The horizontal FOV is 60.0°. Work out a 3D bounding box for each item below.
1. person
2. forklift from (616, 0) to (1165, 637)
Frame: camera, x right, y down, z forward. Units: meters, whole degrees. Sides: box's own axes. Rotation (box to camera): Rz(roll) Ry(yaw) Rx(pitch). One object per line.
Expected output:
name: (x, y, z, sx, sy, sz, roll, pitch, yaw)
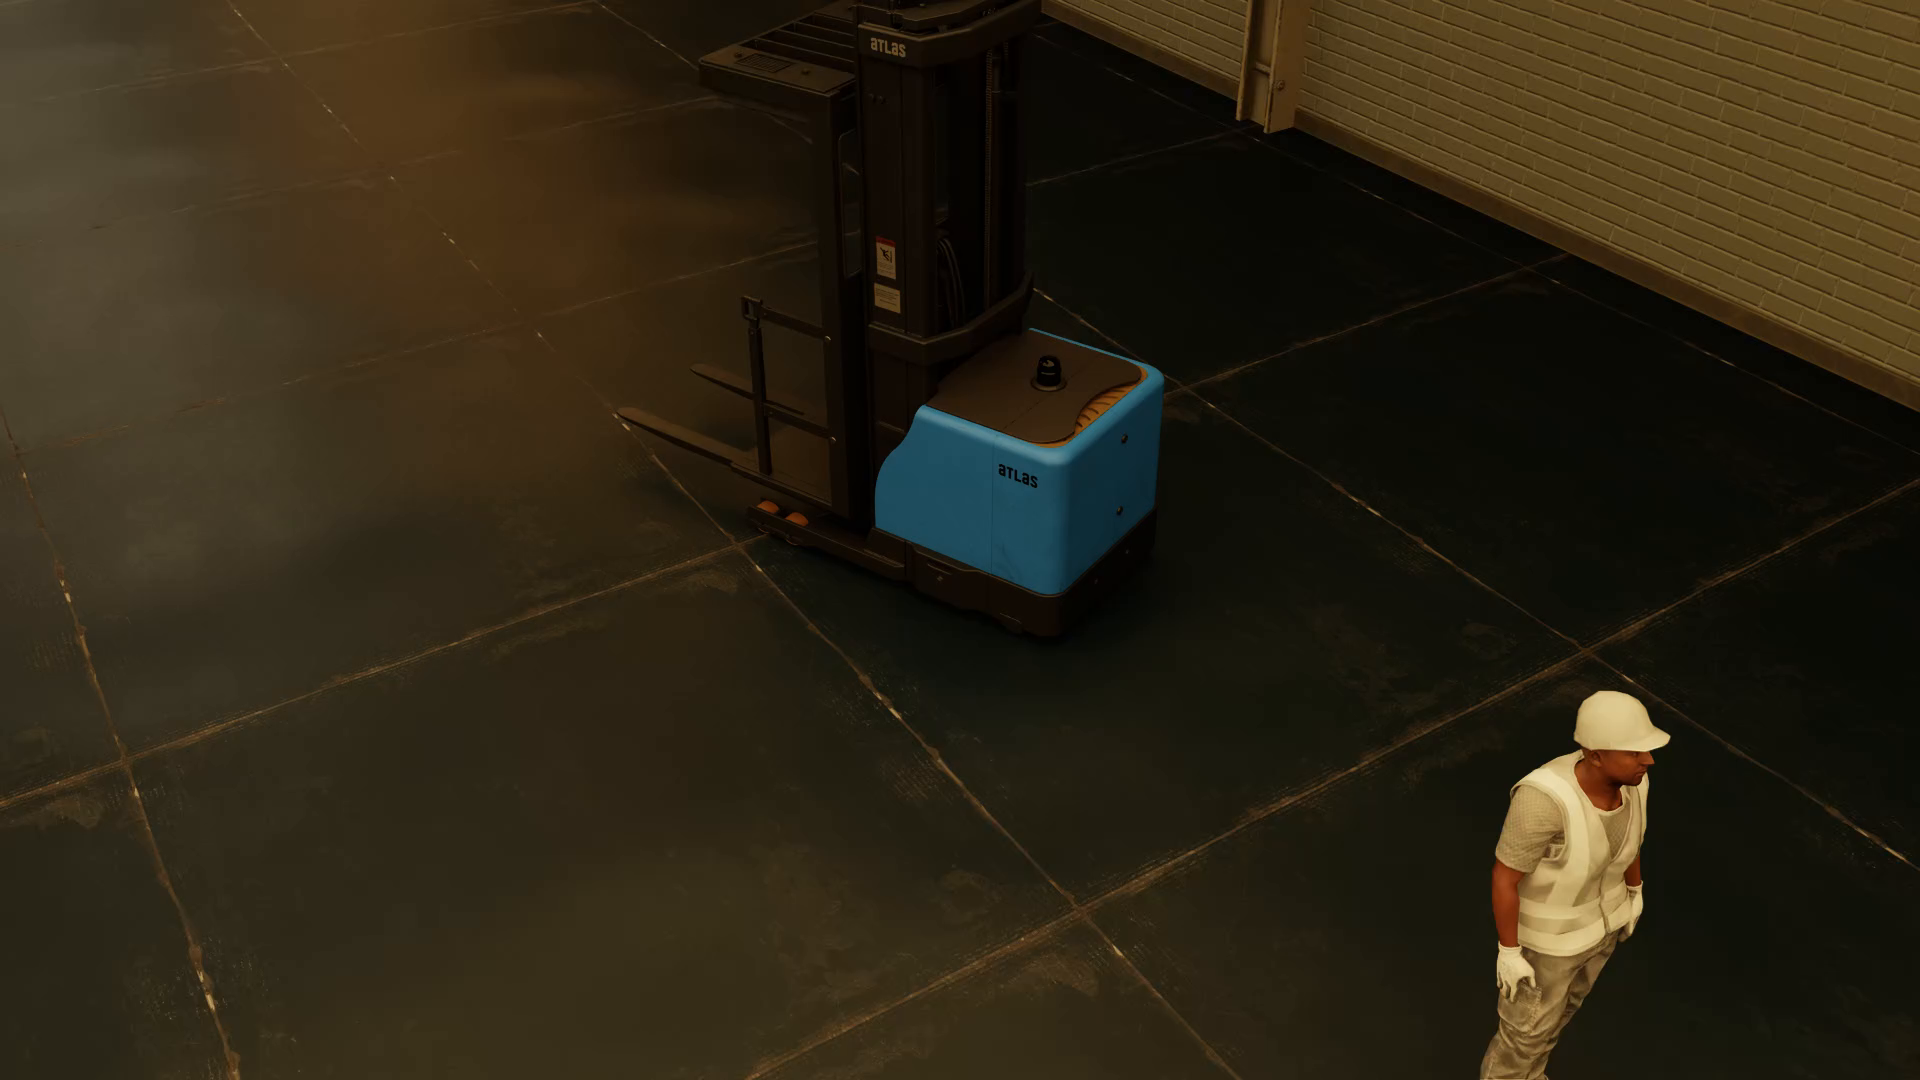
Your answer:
person: (1.988, 1.273, 5.321, 0.657, 1.782, 0.577, -21, 40, -26)
forklift: (-0.500, -1.399, 8.138, 3.031, 2.935, 1.130, 22, 41, 28)
